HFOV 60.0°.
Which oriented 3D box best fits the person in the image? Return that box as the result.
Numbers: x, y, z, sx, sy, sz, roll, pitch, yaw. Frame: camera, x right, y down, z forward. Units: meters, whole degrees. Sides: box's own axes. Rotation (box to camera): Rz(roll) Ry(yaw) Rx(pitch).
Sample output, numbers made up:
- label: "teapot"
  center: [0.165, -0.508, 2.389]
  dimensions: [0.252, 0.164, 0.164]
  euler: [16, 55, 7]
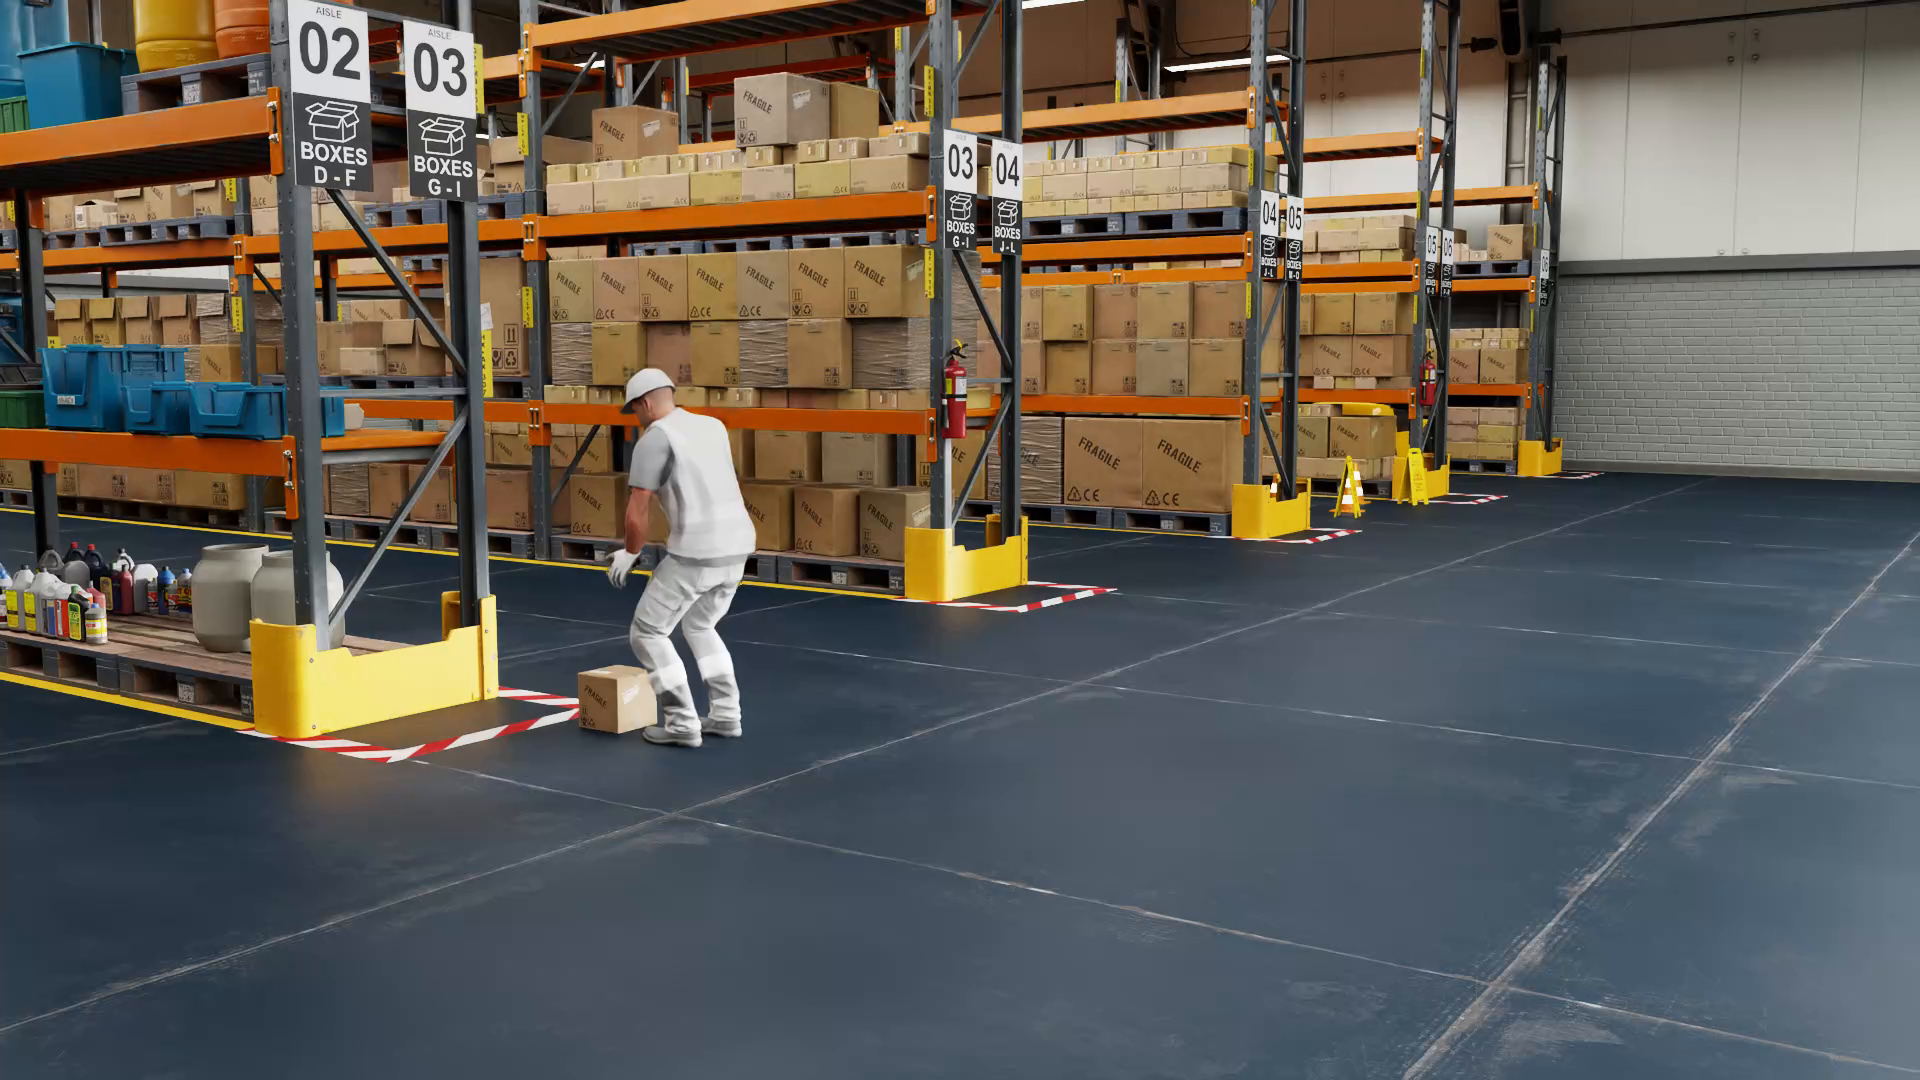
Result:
- label: "person"
  center: [-1.214, 0.070, 7.231]
  dimensions: [0.602, 1.627, 0.568]
  euler: [4, 8, 34]
